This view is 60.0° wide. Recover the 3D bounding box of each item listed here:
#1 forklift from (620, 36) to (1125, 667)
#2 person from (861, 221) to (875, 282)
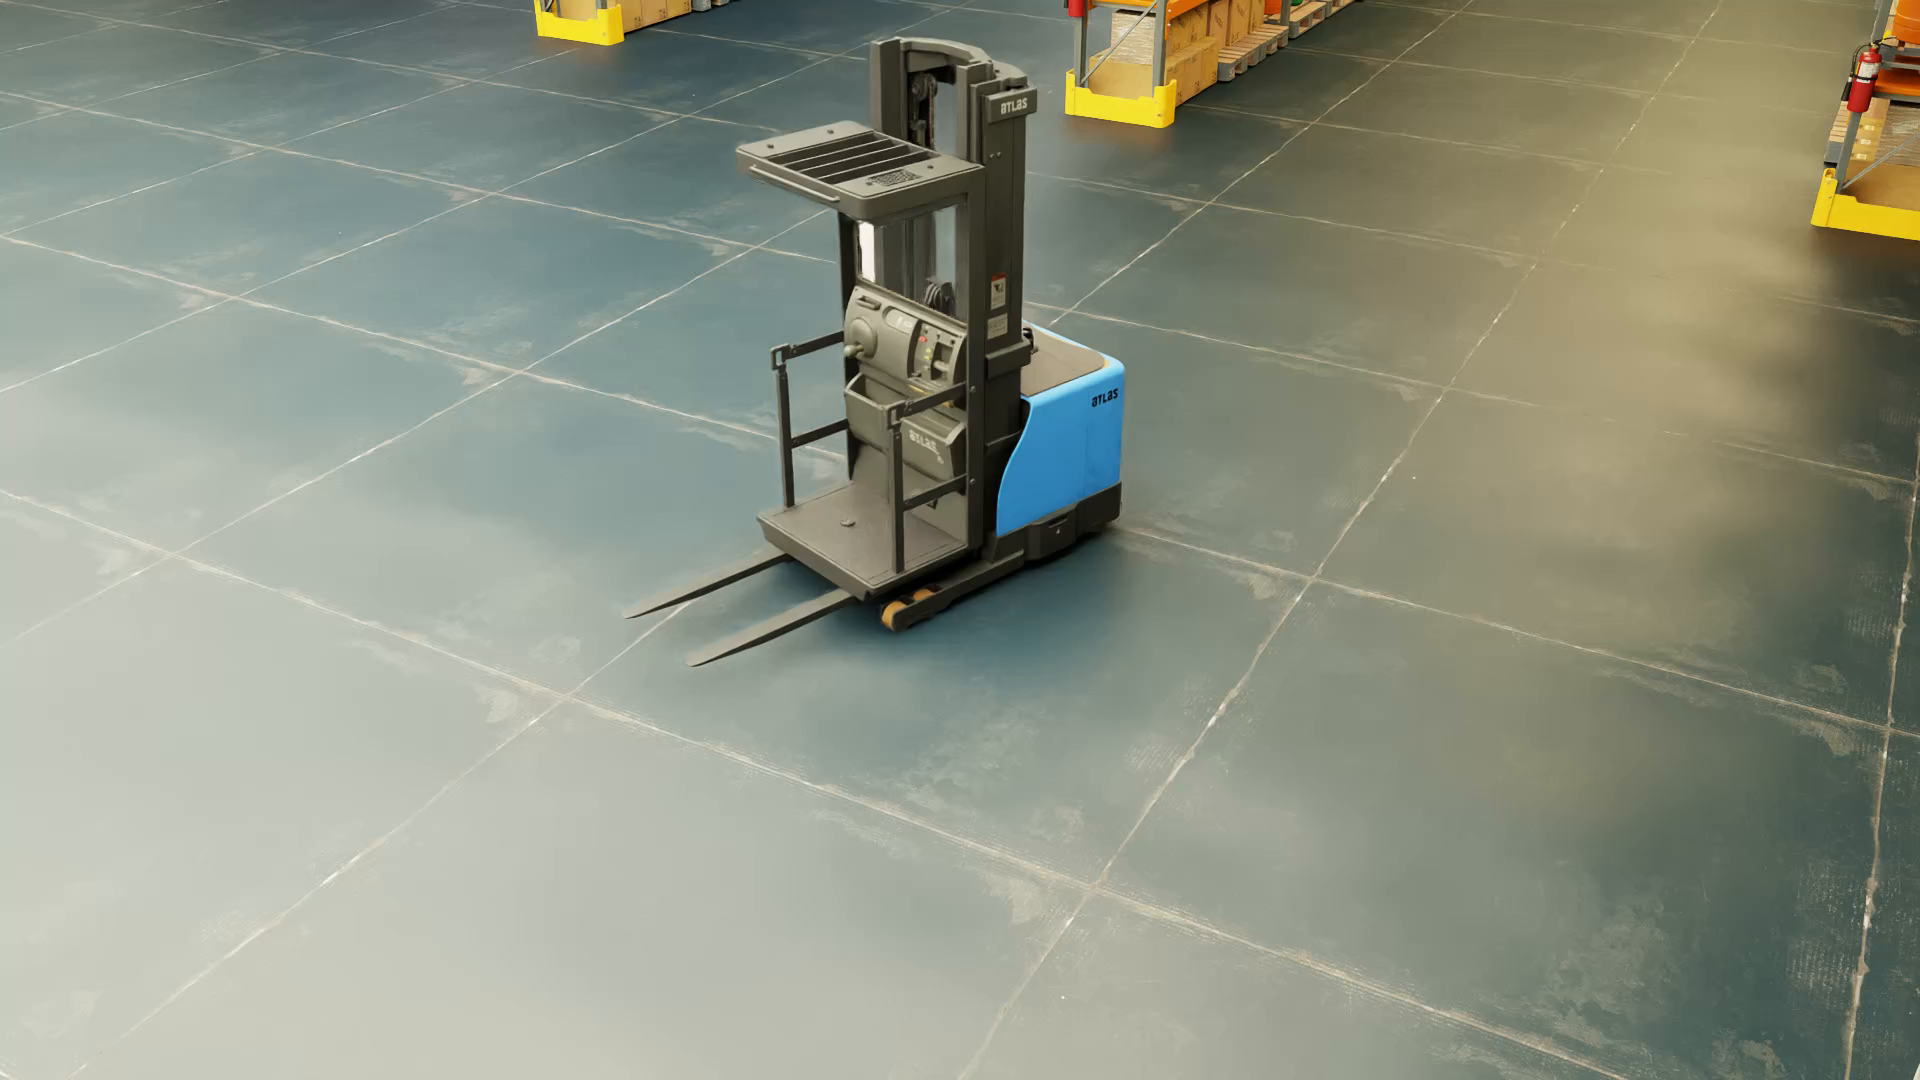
[{"bbox_3d":[-0.463,-1.060,8.907,3.031,2.935,1.130,-24,38,-35],"label":"forklift"},{"bbox_3d":[-0.500,-1.977,11.656,0.429,1.772,0.644,-8,31,-13],"label":"person"}]
